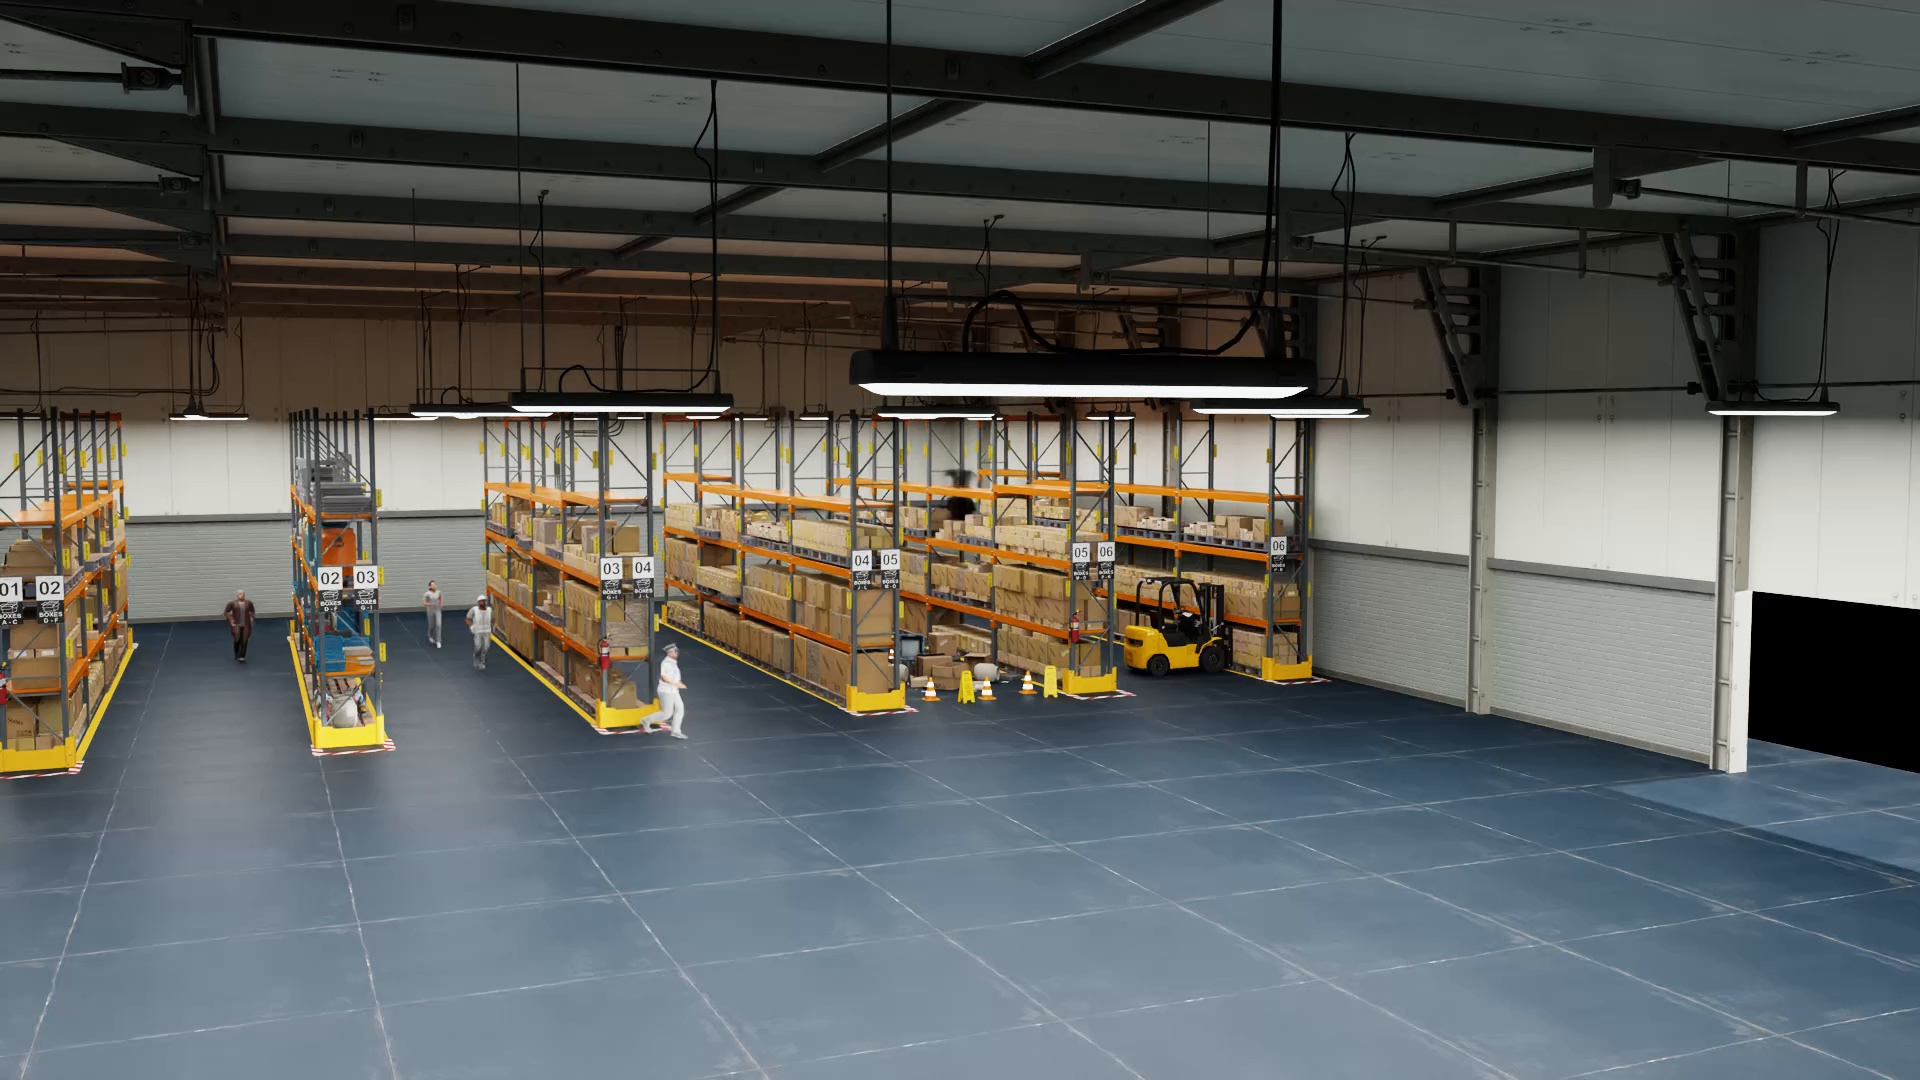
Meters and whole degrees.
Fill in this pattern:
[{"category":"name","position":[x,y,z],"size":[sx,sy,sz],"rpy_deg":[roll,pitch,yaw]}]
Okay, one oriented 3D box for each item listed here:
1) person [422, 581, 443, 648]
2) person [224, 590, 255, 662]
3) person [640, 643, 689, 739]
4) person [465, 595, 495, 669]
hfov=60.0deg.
[{"category":"person","position":[-13.536,1.884,42.745],"size":[0.555,1.685,0.955],"rpy_deg":[-2,5,-28]},{"category":"person","position":[-17.212,2.059,39.811],"size":[0.691,1.732,0.558],"rpy_deg":[-2,5,-31]},{"category":"person","position":[-5.361,2.745,30.197],"size":[0.884,1.759,0.638],"rpy_deg":[0,4,3]},{"category":"person","position":[-11.076,2.148,38.533],"size":[0.663,1.739,0.564],"rpy_deg":[-2,5,-28]}]
